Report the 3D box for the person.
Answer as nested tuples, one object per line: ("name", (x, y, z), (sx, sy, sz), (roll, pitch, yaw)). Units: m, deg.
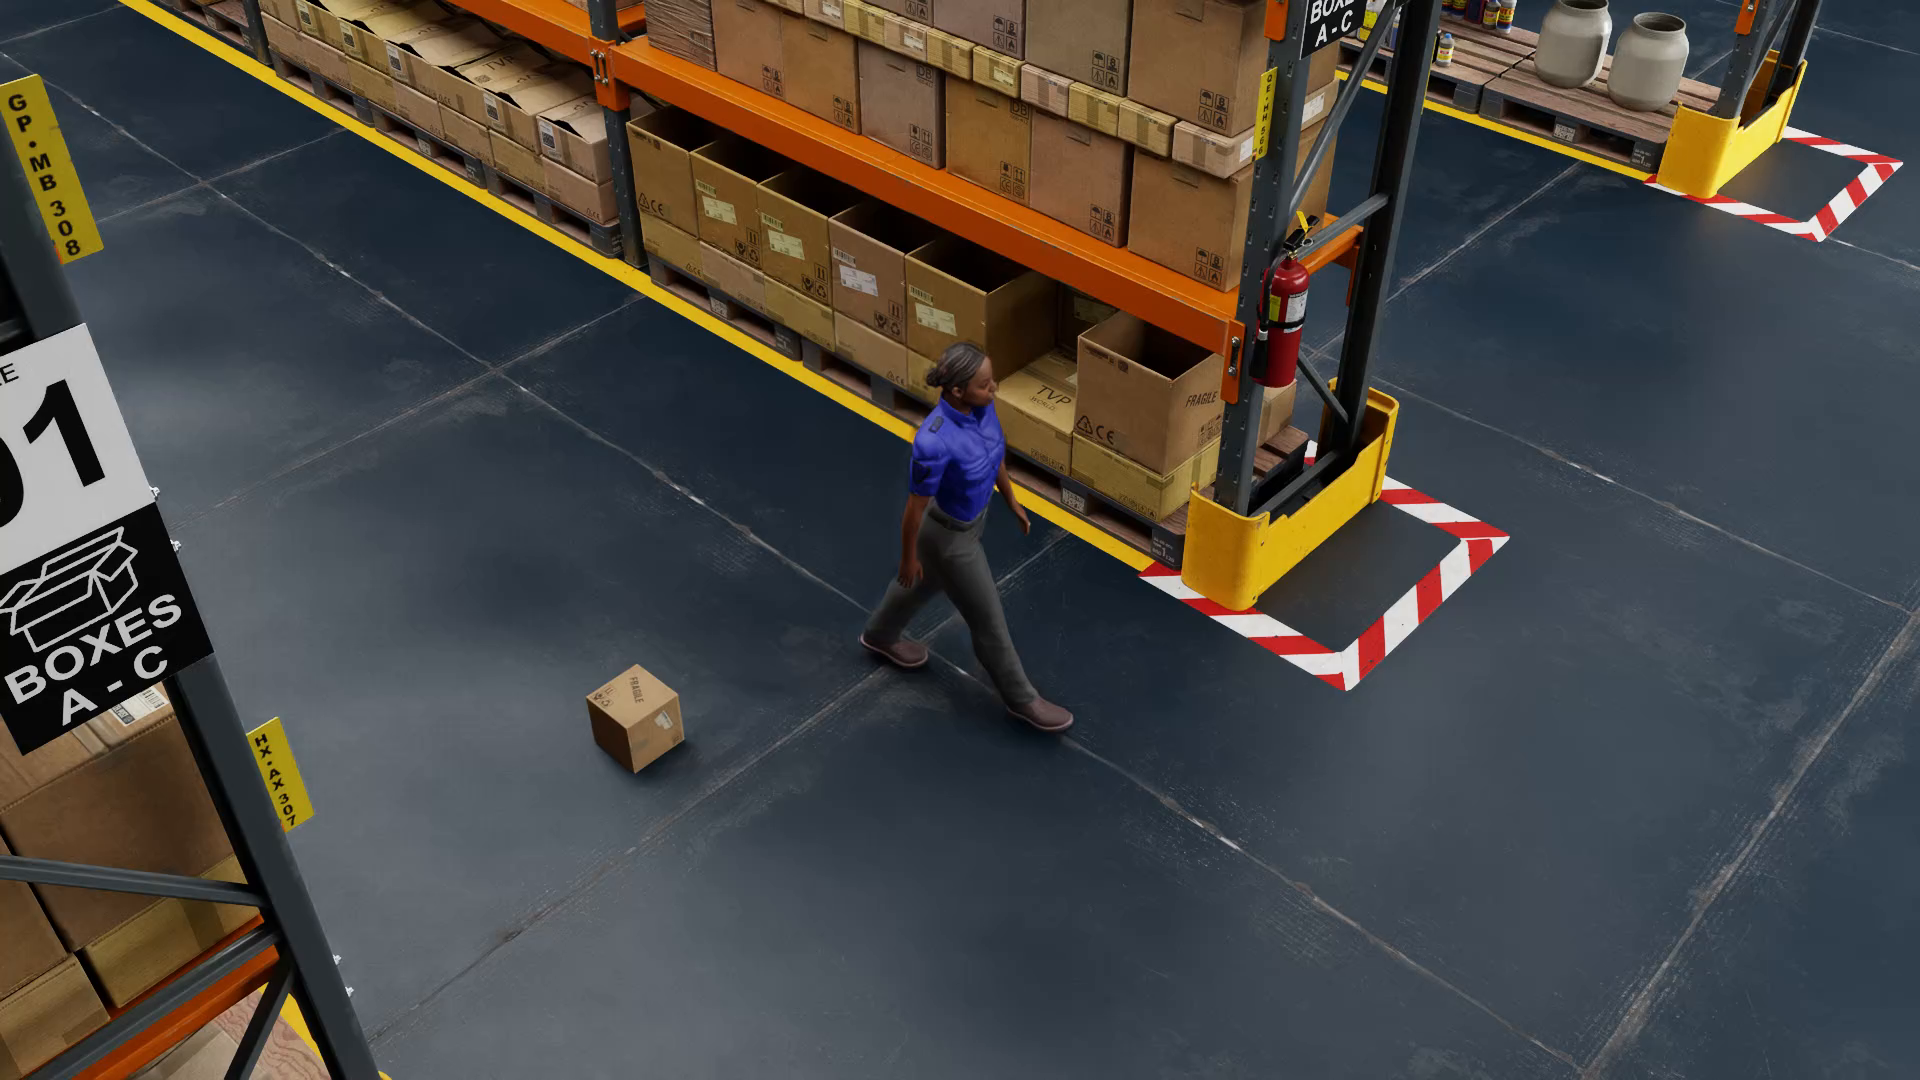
("person", (0.036, -0.049, 6.206), (0.966, 1.604, 0.498), (14, 42, 16))
